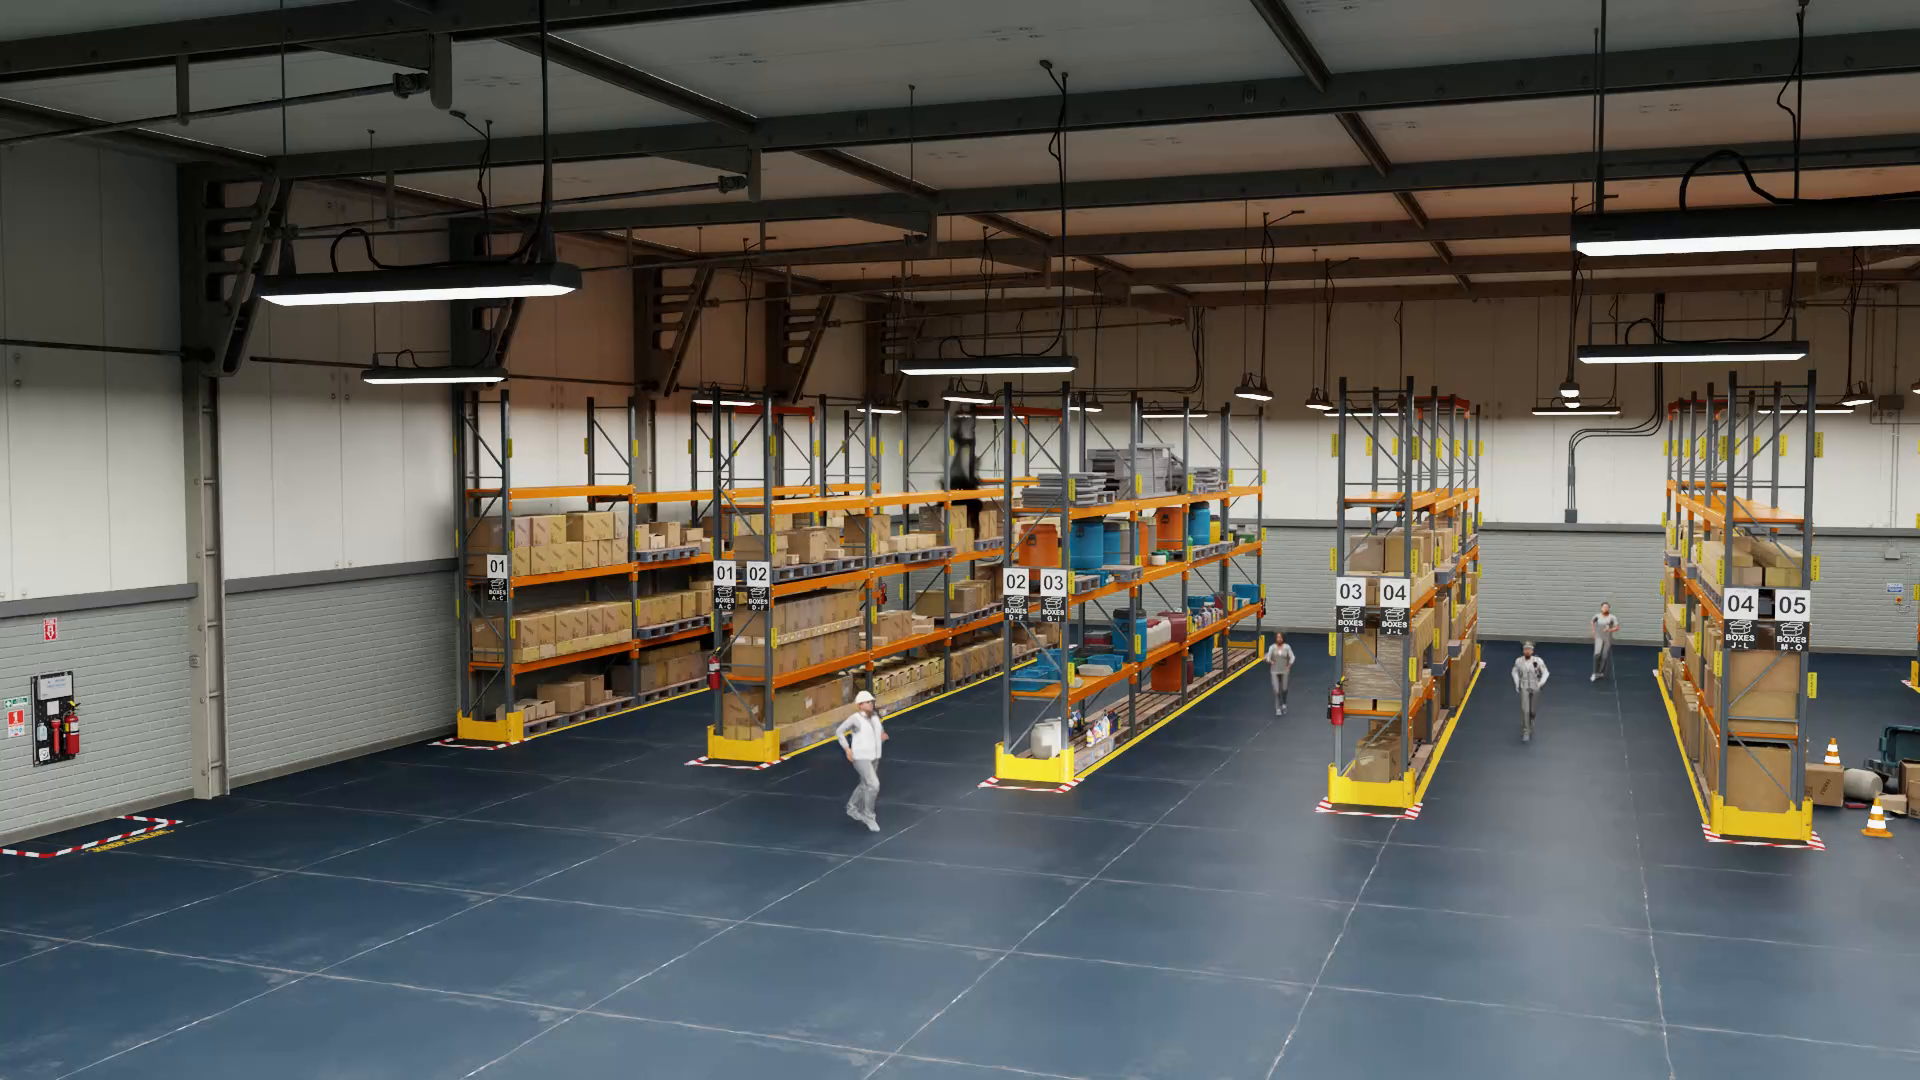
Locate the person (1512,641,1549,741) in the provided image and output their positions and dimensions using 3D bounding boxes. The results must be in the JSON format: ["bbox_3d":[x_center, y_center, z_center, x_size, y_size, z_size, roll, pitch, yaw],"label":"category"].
[{"bbox_3d":[9.856,2.584,28.748,0.618,1.705,0.722,1,3,21],"label":"person"}]

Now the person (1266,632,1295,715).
[{"bbox_3d":[5.979,2.501,31.064,0.524,1.558,0.537,1,3,13],"label":"person"}]

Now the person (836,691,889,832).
[{"bbox_3d":[-1.249,2.908,21.953,0.767,1.833,0.625,2,4,36],"label":"person"}]

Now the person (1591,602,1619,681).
[{"bbox_3d":[13.957,2.190,36.005,0.565,1.701,0.682,1,3,22],"label":"person"}]
